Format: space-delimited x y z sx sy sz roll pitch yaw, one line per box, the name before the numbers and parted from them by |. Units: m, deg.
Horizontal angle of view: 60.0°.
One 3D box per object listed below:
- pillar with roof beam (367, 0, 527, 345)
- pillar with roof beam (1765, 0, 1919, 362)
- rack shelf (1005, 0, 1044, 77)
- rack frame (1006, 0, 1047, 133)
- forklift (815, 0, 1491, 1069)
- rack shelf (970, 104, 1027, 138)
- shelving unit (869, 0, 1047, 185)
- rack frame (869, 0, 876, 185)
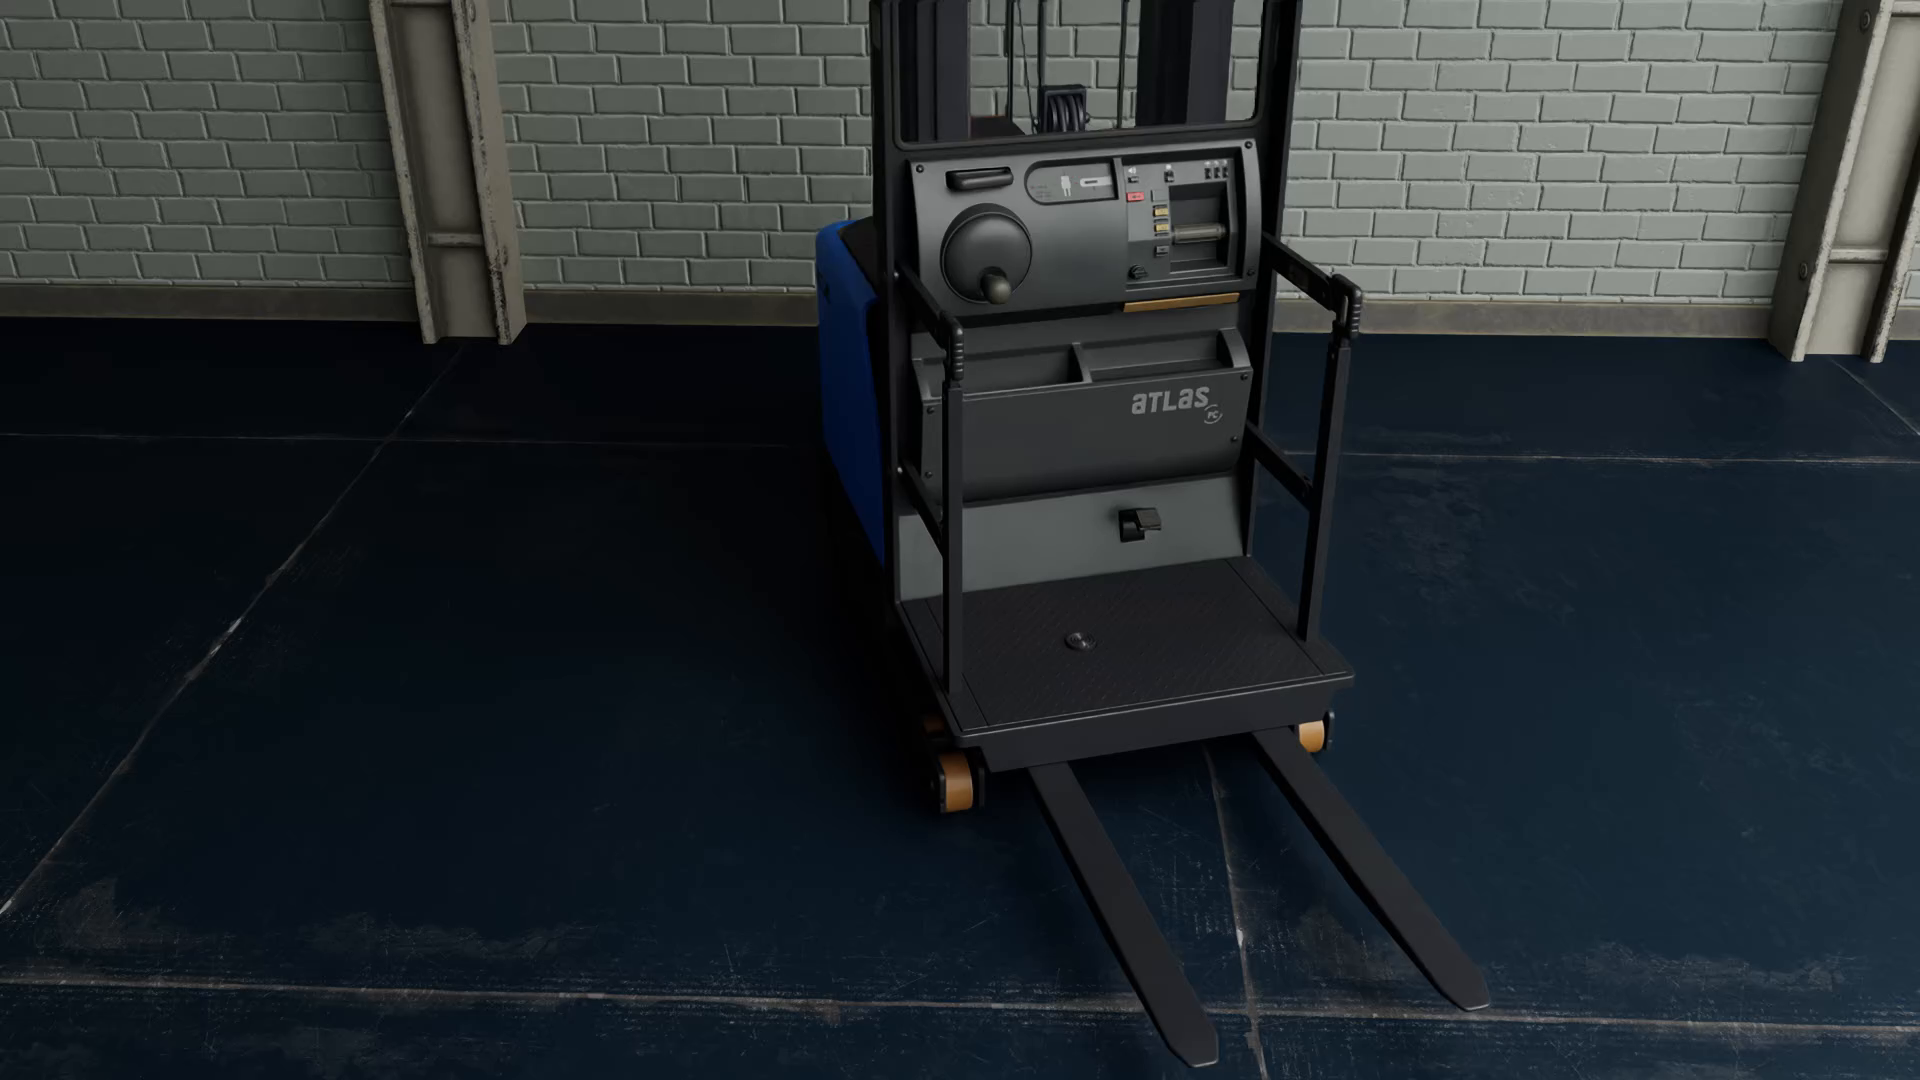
pillar with roof beam | -2.343 -2.905 1.623 0.400 9.000 9.100 1 28 2
pillar with roof beam | 3.654 -2.806 1.435 0.400 9.000 9.100 1 28 2
rack shelf | -0.014 -1.818 5.473 0.480 0.518 0.431 -7 29 -13
rack frame | 0.221 -1.242 5.850 0.015 2.100 0.400 -7 29 -13
forklift | 0.390 -0.776 4.085 1.130 2.935 3.031 -7 29 -13
rack shelf | -0.014 -1.200 5.801 0.480 0.518 0.431 -7 29 -13
shelving unit | -0.014 -1.212 5.795 0.503 2.100 0.431 -7 29 -13
rack frame | -0.250 -1.182 5.739 0.015 2.100 0.400 -7 29 -13
